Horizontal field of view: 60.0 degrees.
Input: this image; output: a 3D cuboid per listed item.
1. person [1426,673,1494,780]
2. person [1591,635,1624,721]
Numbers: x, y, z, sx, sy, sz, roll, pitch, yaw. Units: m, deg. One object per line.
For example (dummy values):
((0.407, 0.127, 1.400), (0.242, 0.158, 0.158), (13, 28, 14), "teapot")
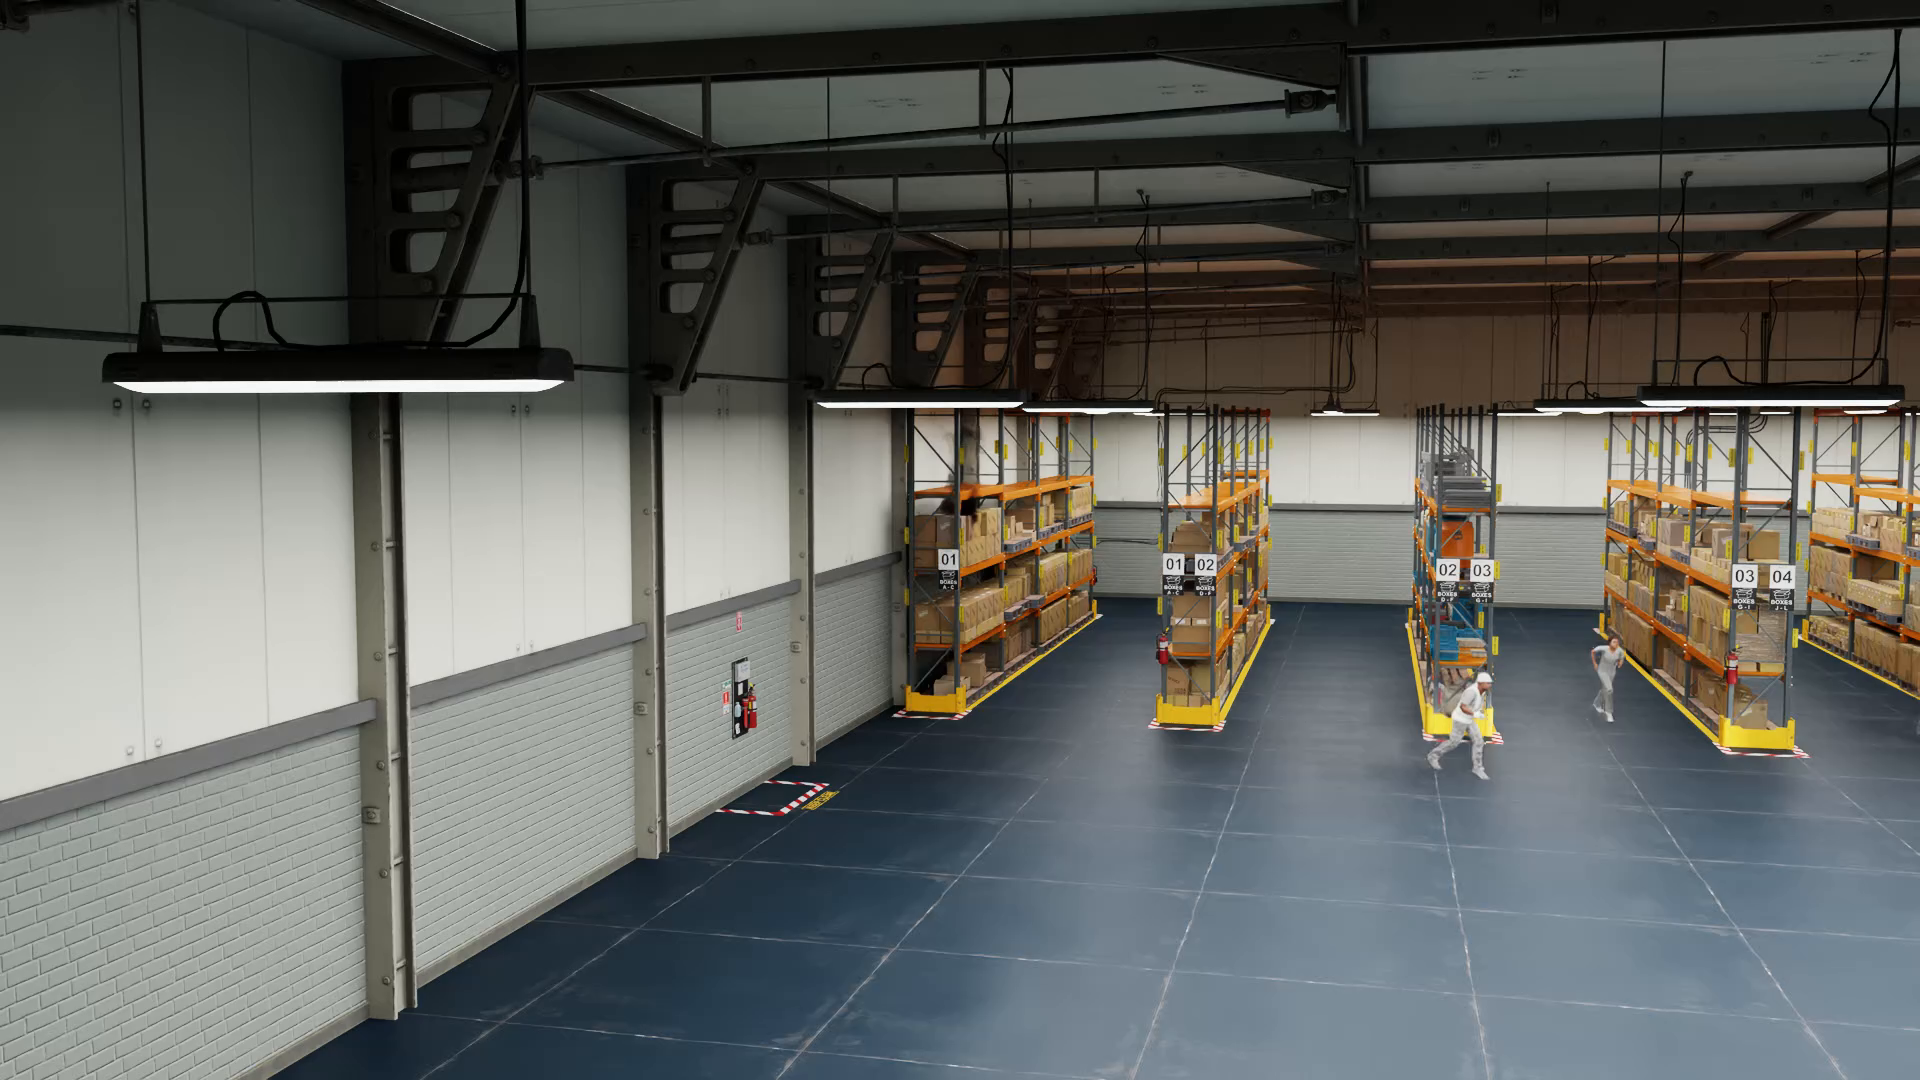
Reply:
((8.023, 2.955, 26.675), (1.055, 1.728, 0.728), (3, 5, 33), "person")
((12.368, 2.615, 31.884), (0.583, 1.667, 0.914), (0, 4, -4), "person")
